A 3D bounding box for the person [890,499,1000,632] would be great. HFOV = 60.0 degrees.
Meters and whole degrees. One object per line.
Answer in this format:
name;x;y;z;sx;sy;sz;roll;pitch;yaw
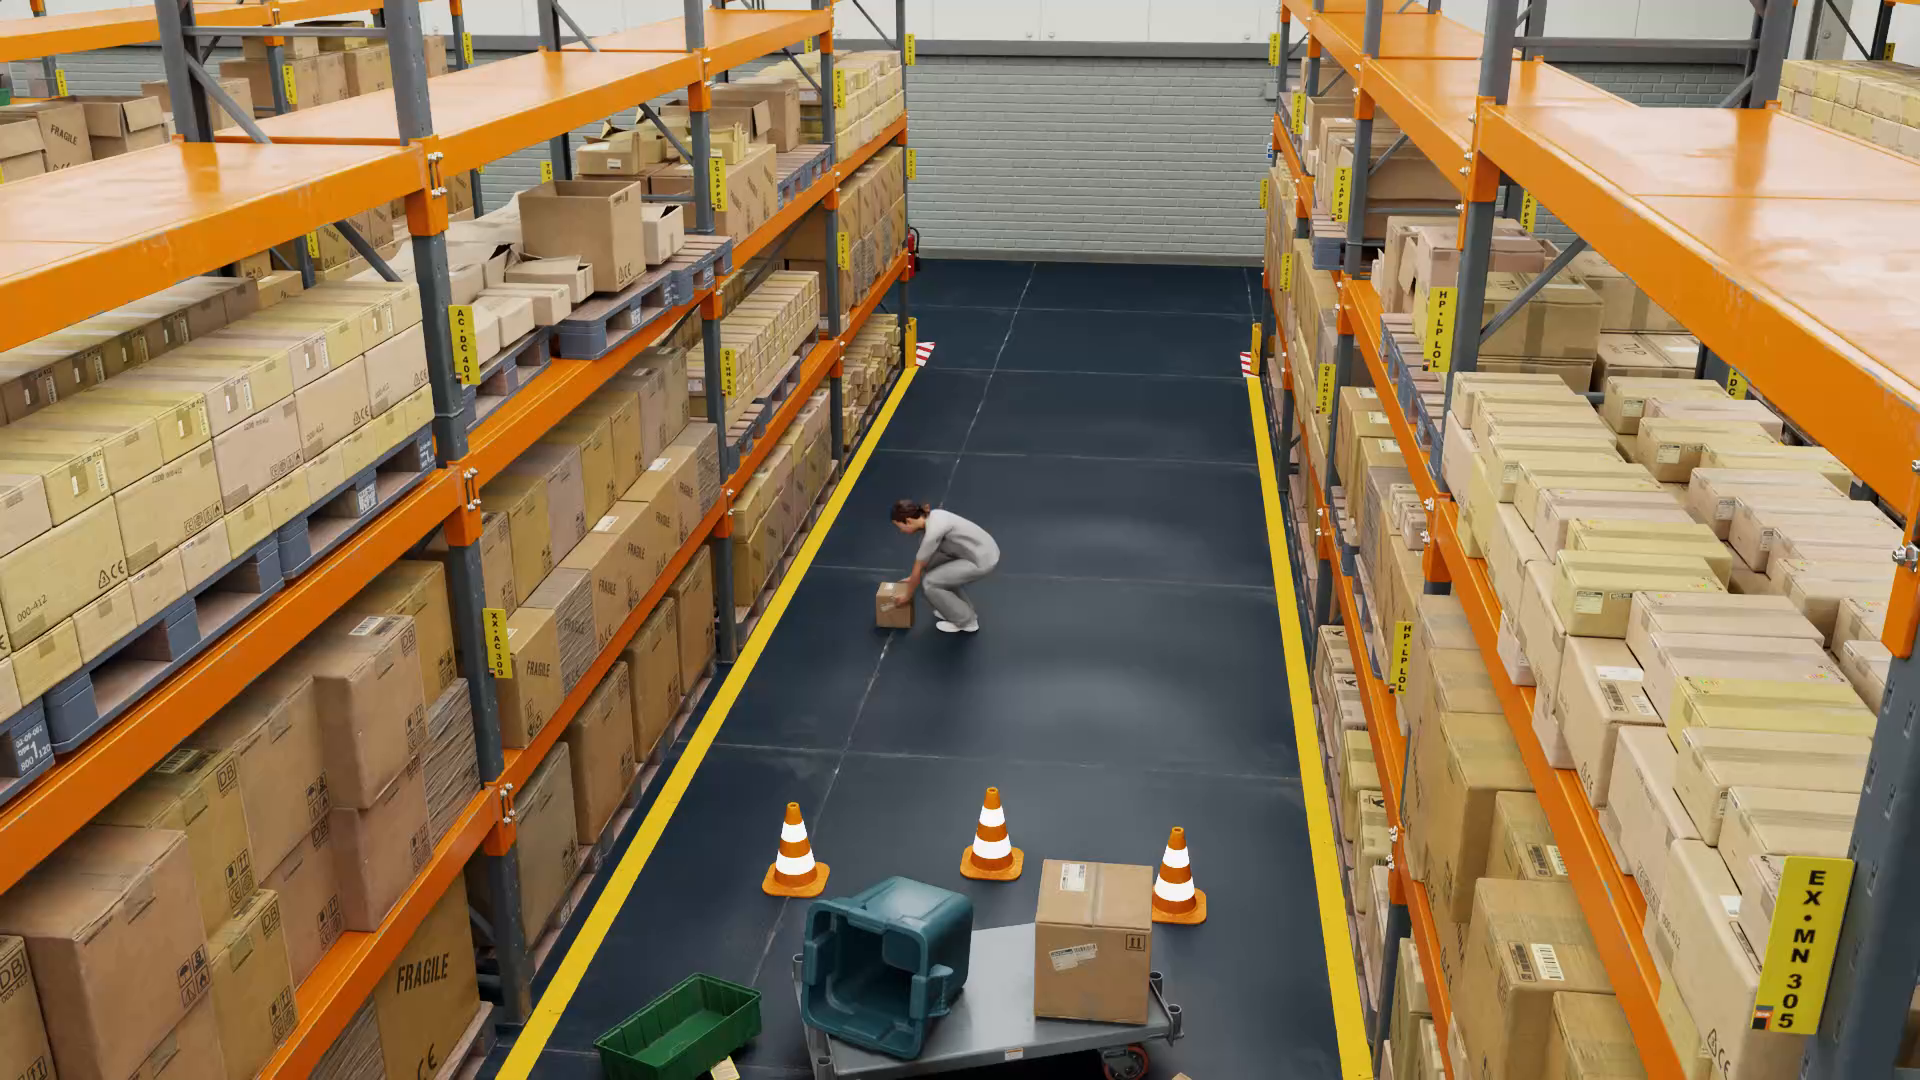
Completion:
person;-0.108;0.169;12.023;0.787;0.974;0.481;2;21;6
